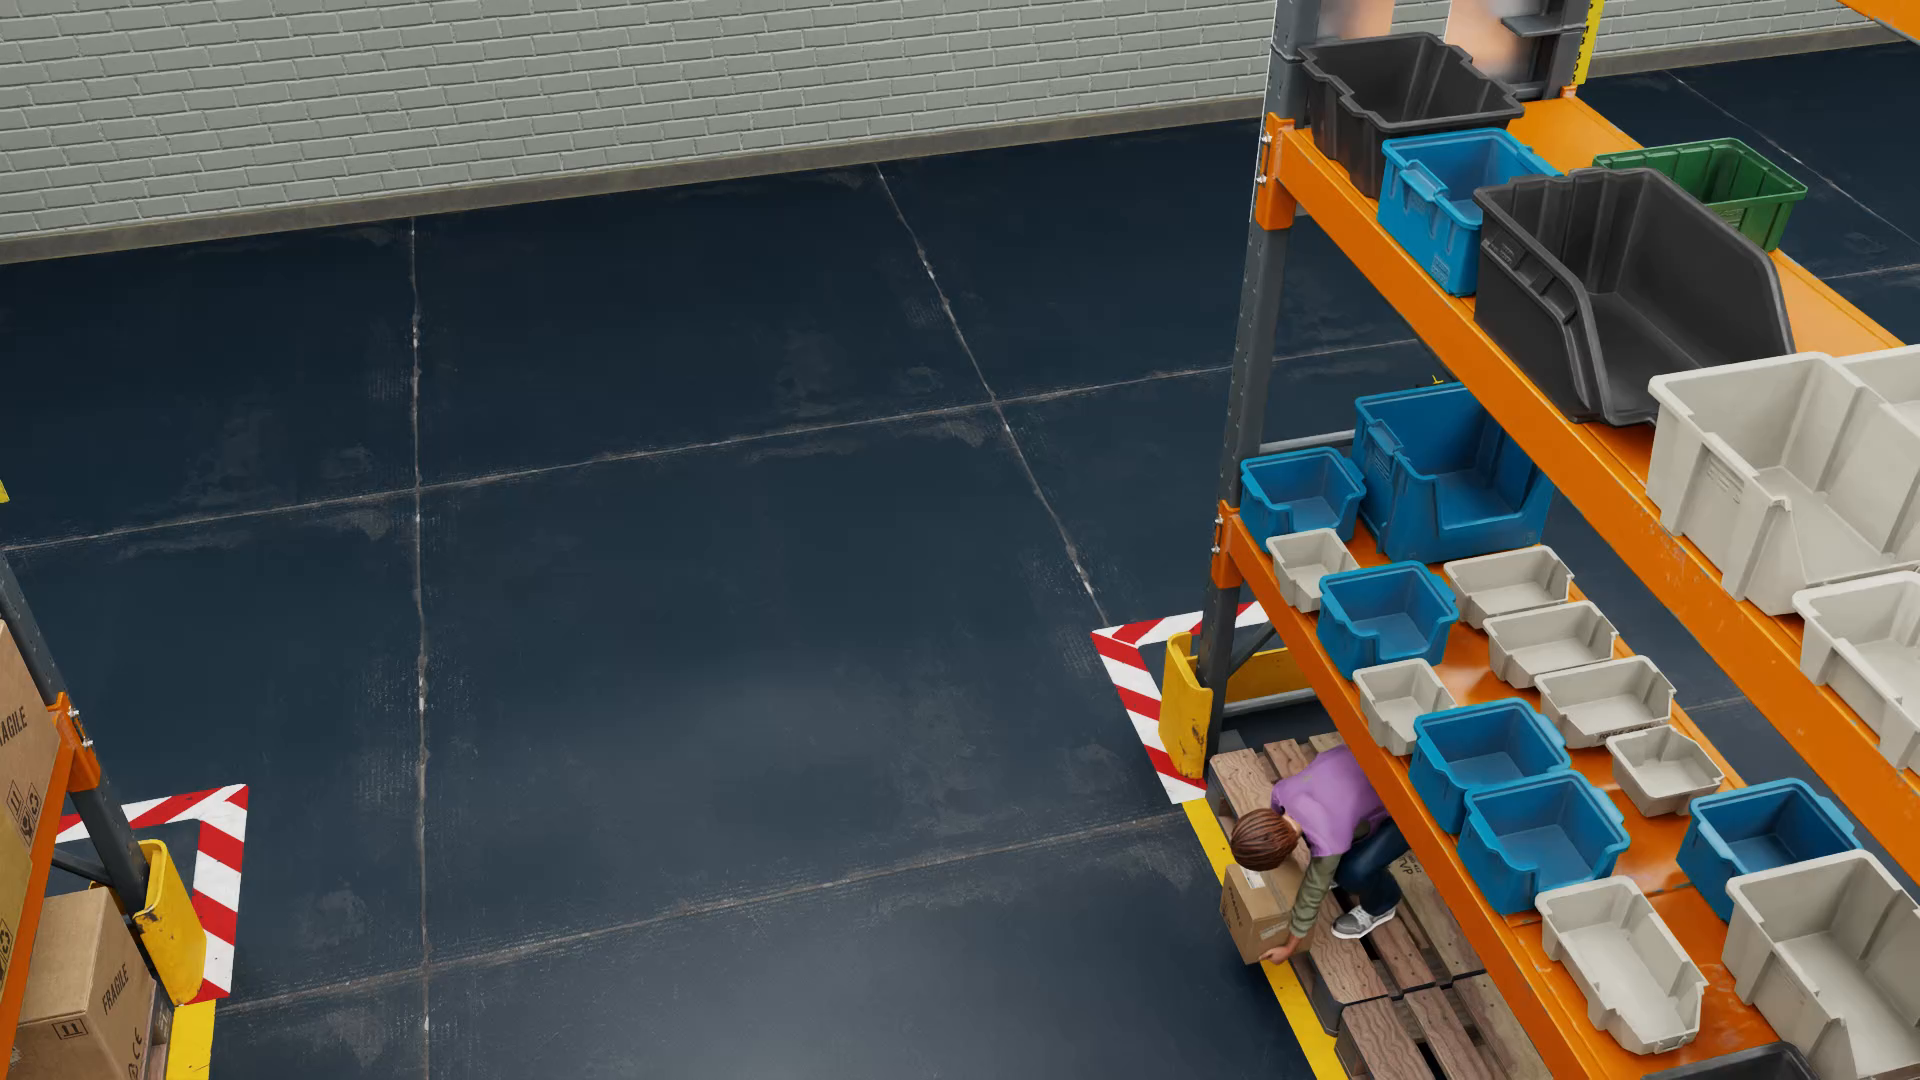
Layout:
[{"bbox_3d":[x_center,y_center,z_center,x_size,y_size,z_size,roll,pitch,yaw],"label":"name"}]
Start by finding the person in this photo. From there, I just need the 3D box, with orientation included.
[{"bbox_3d":[1.300,1.047,5.753,0.866,0.811,0.423,-15,41,-18],"label":"person"}]
